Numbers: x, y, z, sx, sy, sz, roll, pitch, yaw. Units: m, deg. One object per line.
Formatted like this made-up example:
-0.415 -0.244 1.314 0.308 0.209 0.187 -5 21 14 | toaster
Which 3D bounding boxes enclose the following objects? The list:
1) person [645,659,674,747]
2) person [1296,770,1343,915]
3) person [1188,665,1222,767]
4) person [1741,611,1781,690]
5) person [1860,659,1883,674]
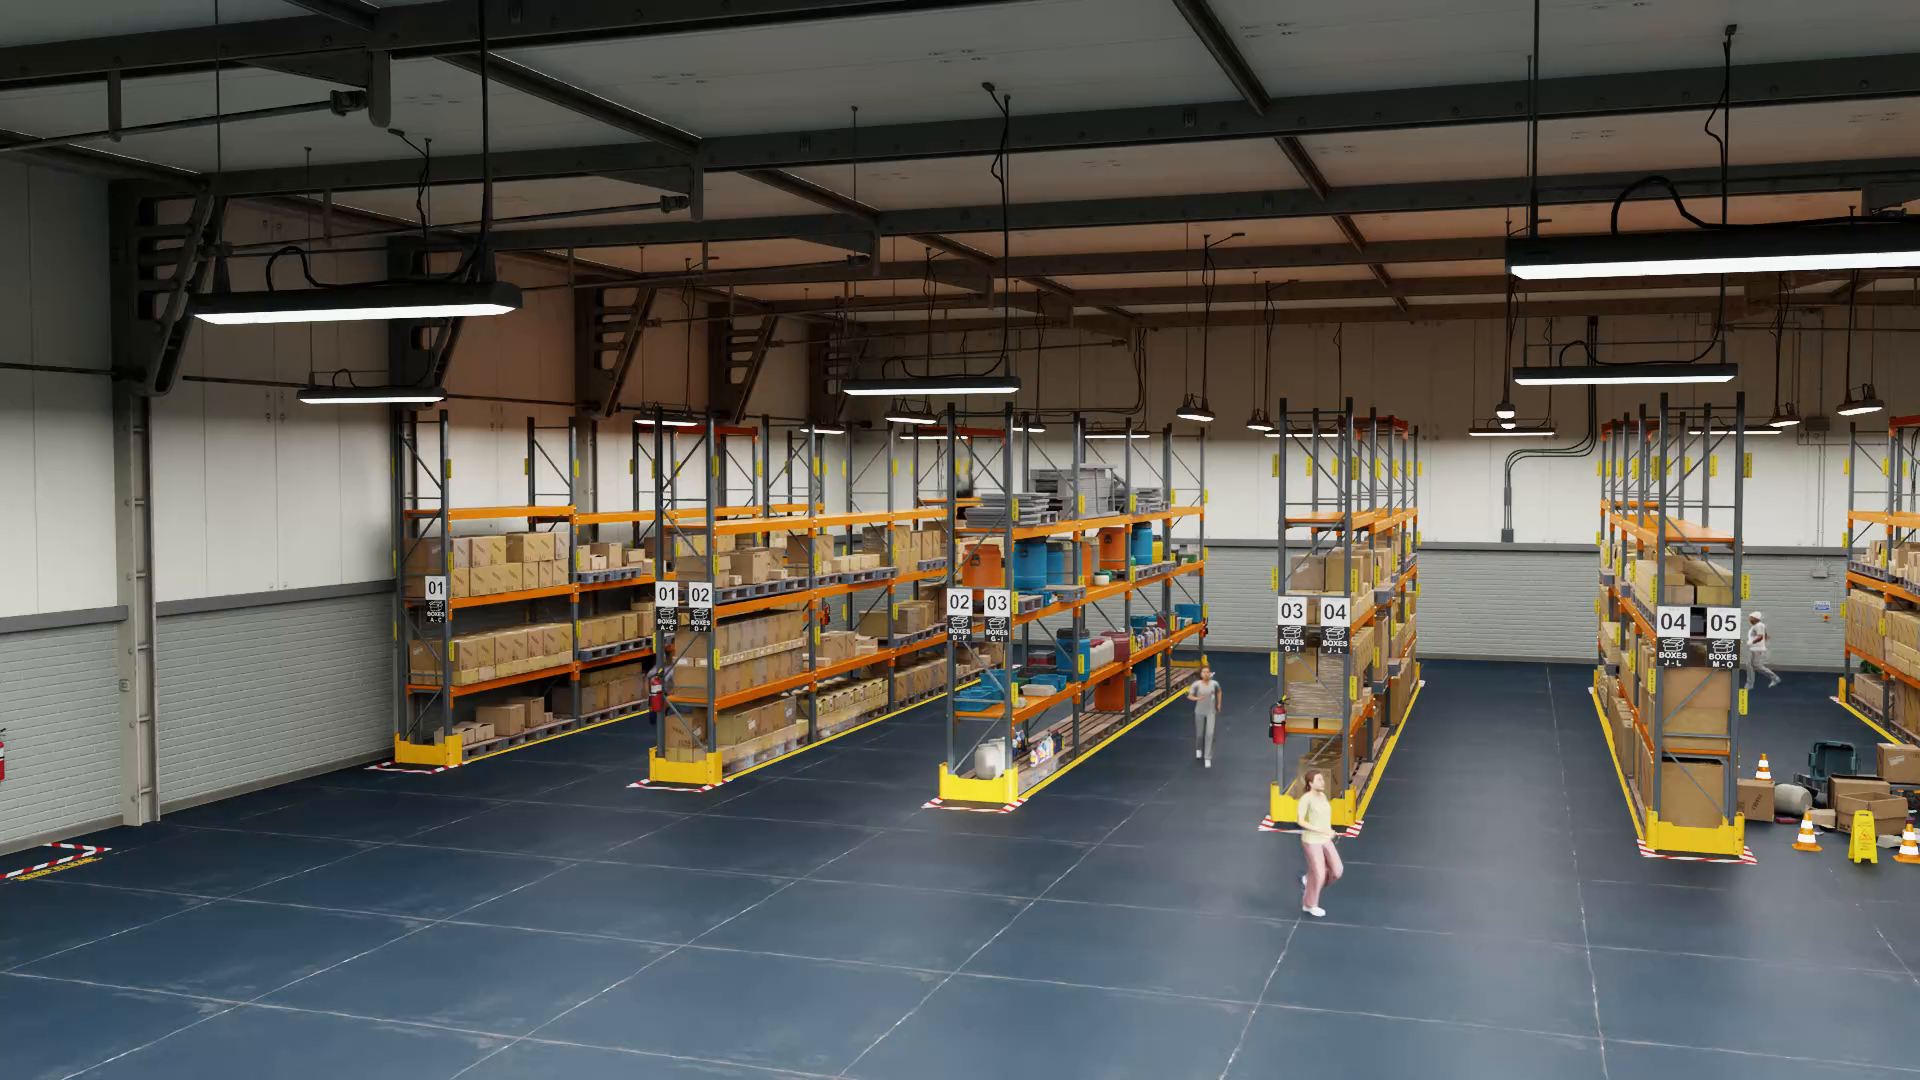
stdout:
-5.451 2.925 30.306 0.606 1.619 0.806 0 2 9 | person
4.015 3.388 18.649 0.576 1.631 0.542 -2 3 -39 | person
4.133 2.936 28.048 0.597 1.658 0.926 0 2 1 | person
17.978 2.515 37.328 0.854 1.812 0.689 1 3 27 | person
20.119 2.527 36.735 0.693 1.776 0.882 -2 3 -37 | person
